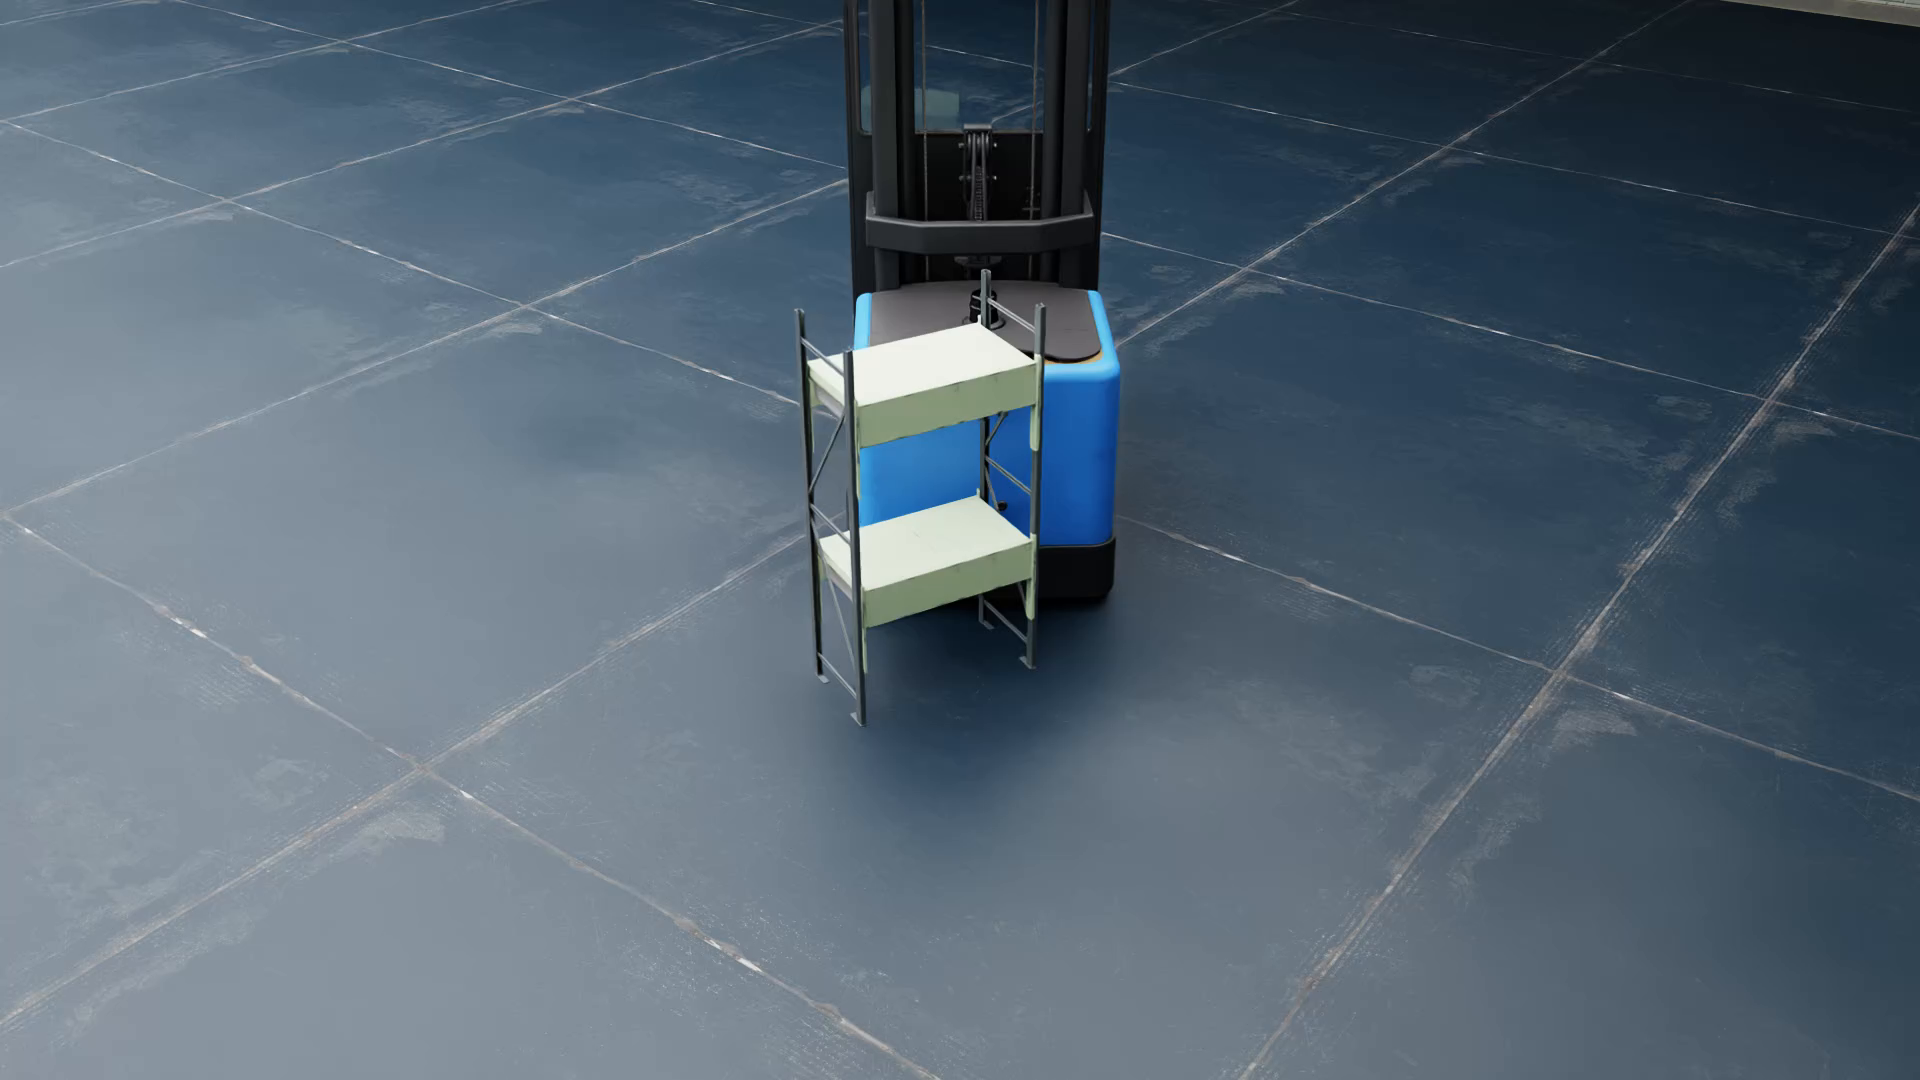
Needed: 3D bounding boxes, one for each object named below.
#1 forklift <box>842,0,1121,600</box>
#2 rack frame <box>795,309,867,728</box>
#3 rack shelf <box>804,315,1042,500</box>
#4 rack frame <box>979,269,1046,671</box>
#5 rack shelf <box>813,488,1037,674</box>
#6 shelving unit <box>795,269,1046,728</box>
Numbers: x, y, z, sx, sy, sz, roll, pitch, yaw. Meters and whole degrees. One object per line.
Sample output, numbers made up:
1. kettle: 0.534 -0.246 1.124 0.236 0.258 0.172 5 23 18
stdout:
1. forklift: 0.058 -1.732 7.297 1.130 2.935 3.031 -1 31 -2
2. rack frame: -0.451 -0.048 5.860 0.023 1.500 0.400 -16 34 -25
3. rack shelf: -0.134 -0.476 5.817 0.720 0.370 0.431 -16 34 -25
4. rack frame: 0.184 -0.233 6.172 0.023 1.500 0.400 -16 34 -25
5. rack shelf: -0.134 0.140 6.182 0.720 0.370 0.431 -16 34 -25
6. shelving unit: -0.134 -0.140 6.016 0.755 1.500 0.431 -16 34 -25
